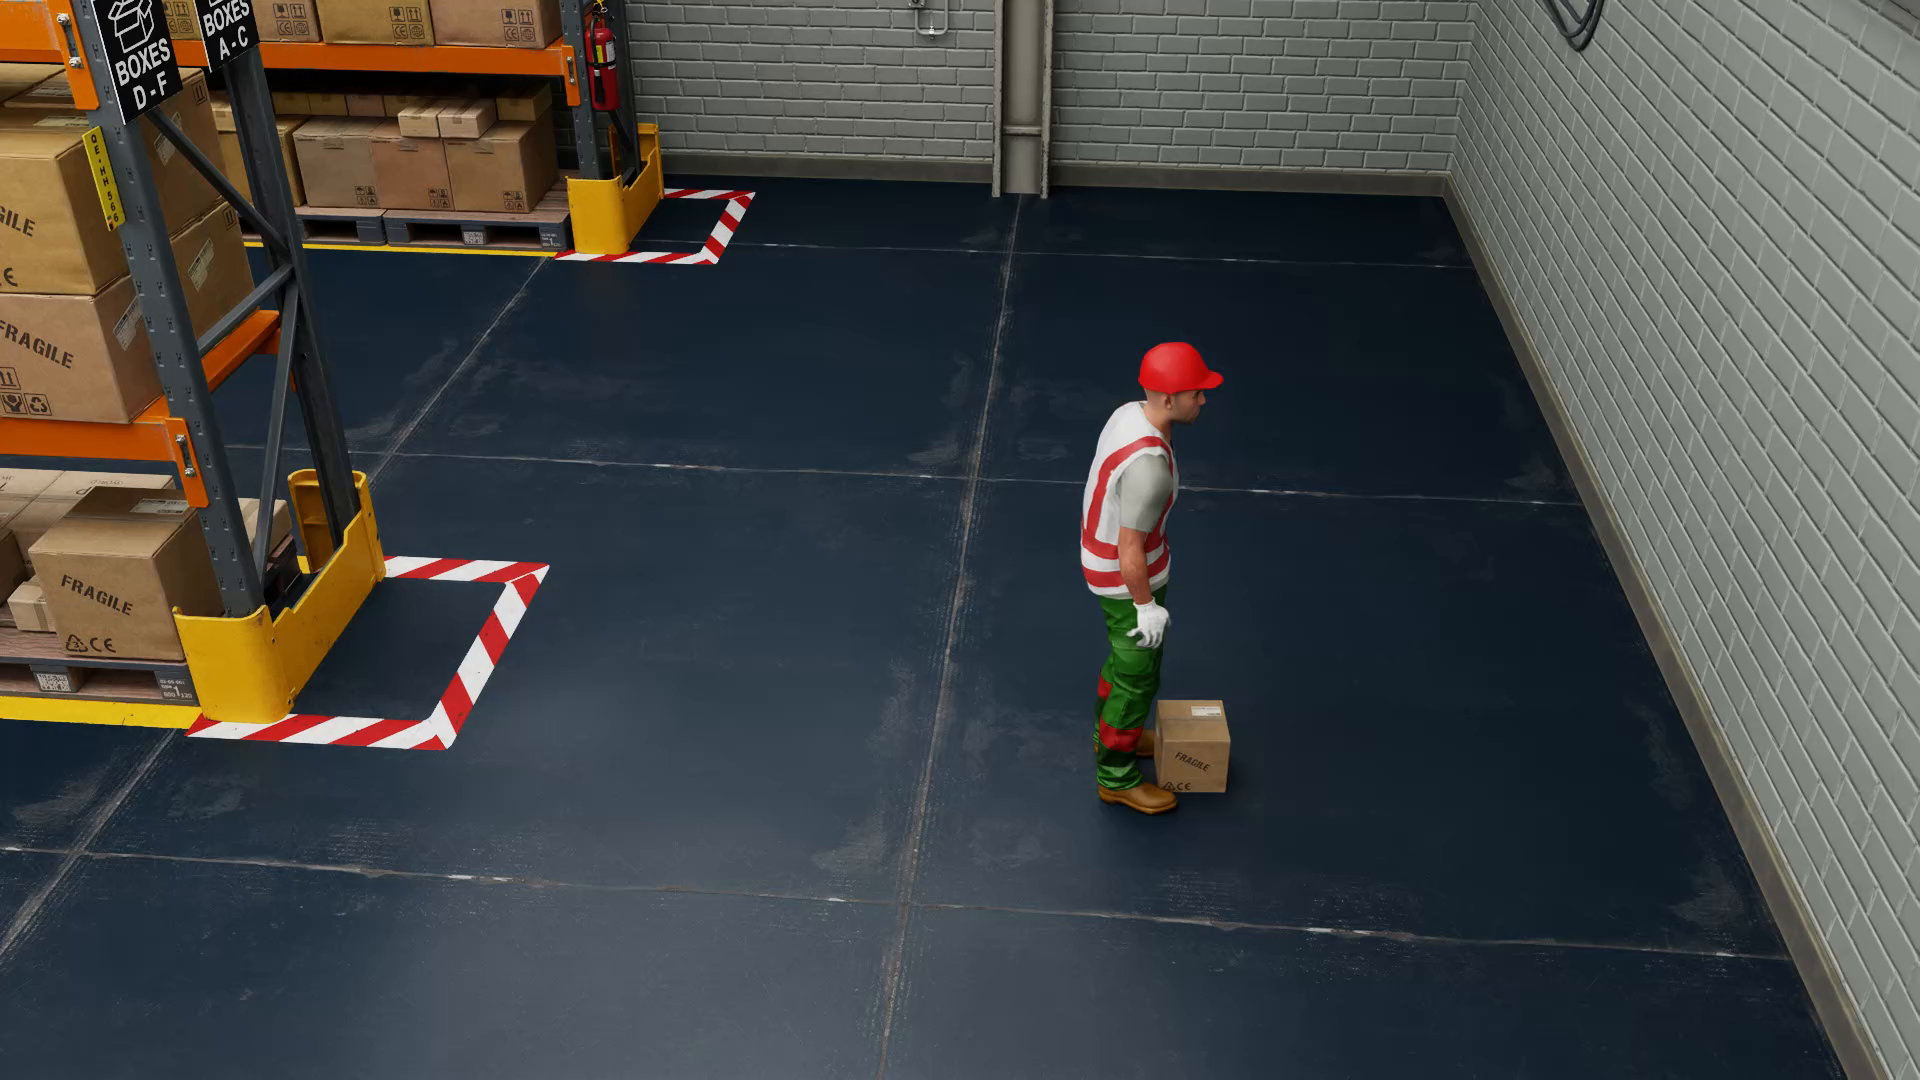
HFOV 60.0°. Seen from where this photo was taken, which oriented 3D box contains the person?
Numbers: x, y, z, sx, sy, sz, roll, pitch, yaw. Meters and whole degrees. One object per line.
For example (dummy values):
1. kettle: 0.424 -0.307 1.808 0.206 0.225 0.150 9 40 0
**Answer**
1. person: 0.650 0.123 5.920 0.449 1.780 0.603 3 32 4
